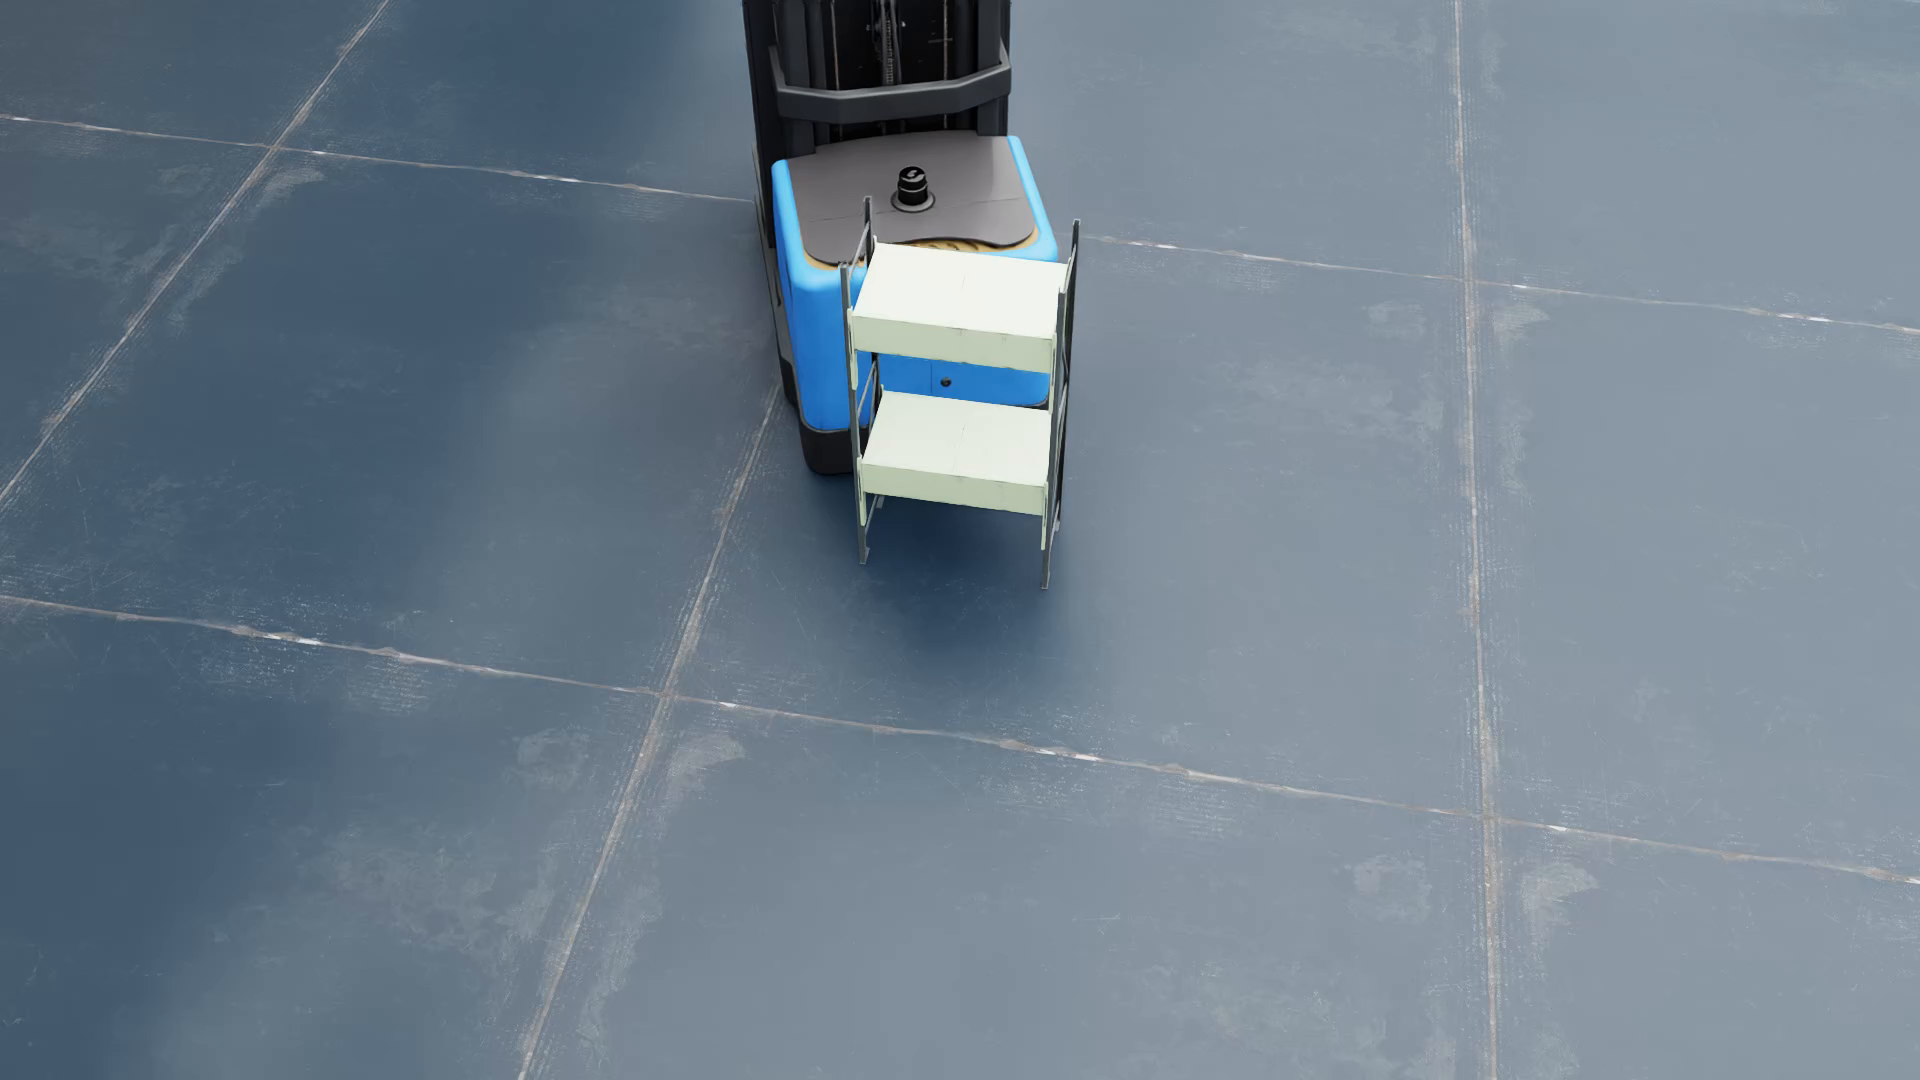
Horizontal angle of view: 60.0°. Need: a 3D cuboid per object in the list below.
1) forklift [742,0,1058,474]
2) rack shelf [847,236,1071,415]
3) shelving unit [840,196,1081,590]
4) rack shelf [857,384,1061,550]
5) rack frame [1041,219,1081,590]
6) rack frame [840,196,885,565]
[{"bbox_3d":[-0.380,-2.369,6.880,1.130,2.935,3.031,-8,49,-7],"label":"forklift"},{"bbox_3d":[0.007,-0.761,5.873,0.720,0.370,0.431,8,49,7],"label":"rack shelf"},{"bbox_3d":[0.007,-0.500,6.163,0.755,1.500,0.431,8,49,7],"label":"shelving unit"},{"bbox_3d":[0.007,-0.283,6.406,0.720,0.370,0.431,8,49,7],"label":"rack shelf"},{"bbox_3d":[0.367,-0.452,6.120,0.023,1.500,0.400,8,49,7],"label":"rack frame"},{"bbox_3d":[-0.354,-0.549,6.207,0.023,1.500,0.400,8,49,7],"label":"rack frame"}]
